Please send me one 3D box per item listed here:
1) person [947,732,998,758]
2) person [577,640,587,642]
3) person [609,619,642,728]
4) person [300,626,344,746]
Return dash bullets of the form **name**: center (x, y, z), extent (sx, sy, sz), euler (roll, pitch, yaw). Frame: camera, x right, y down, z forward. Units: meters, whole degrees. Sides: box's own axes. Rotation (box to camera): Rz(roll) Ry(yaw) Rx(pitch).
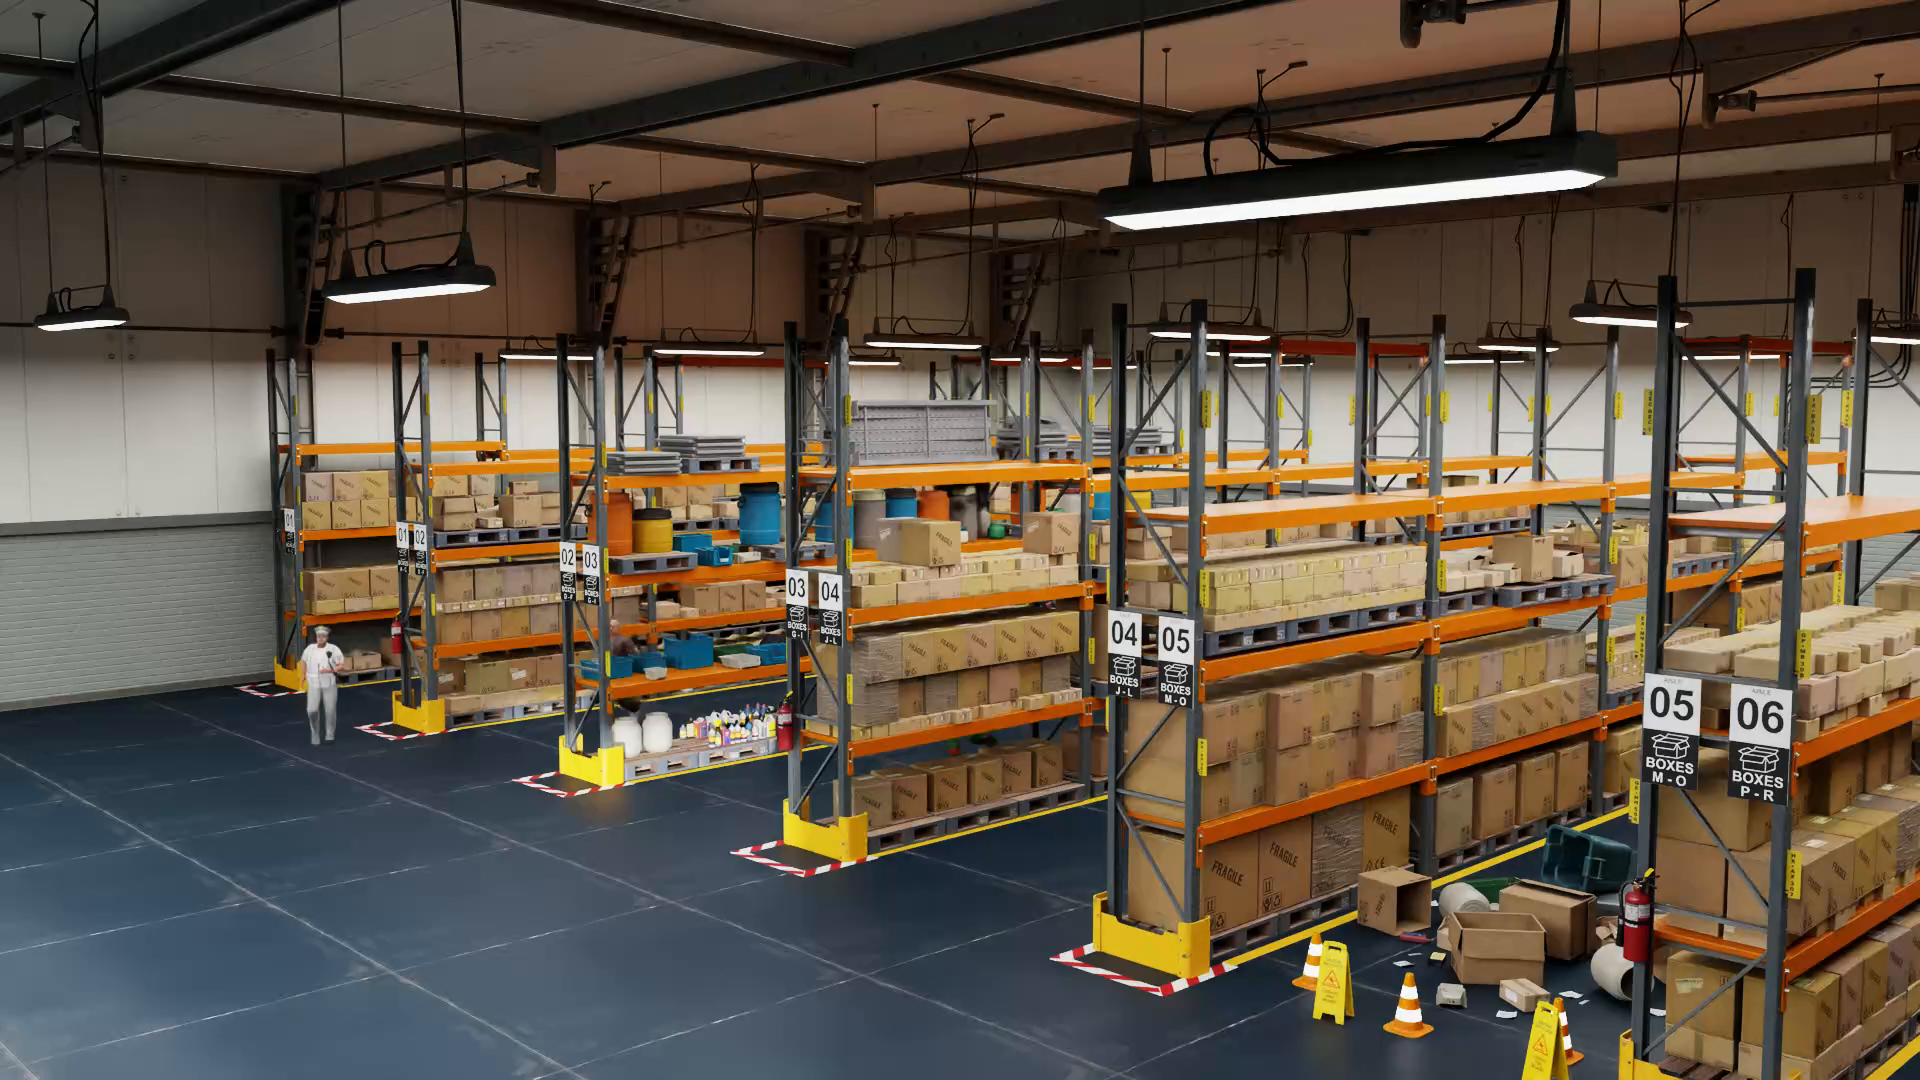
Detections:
- **person**: center (0.116, 2.333, 22.723), extent (0.659, 1.772, 1.042), euler (5, 7, 45)
- **person**: center (-6.767, 1.704, 29.886), extent (0.645, 1.767, 0.922), euler (4, 7, 41)
- **person**: center (-5.260, 2.105, 25.610), extent (0.693, 1.714, 0.957), euler (2, 5, 20)
- **person**: center (-9.441, 2.162, 24.595), extent (0.637, 1.797, 0.710), euler (-1, 5, -14)
